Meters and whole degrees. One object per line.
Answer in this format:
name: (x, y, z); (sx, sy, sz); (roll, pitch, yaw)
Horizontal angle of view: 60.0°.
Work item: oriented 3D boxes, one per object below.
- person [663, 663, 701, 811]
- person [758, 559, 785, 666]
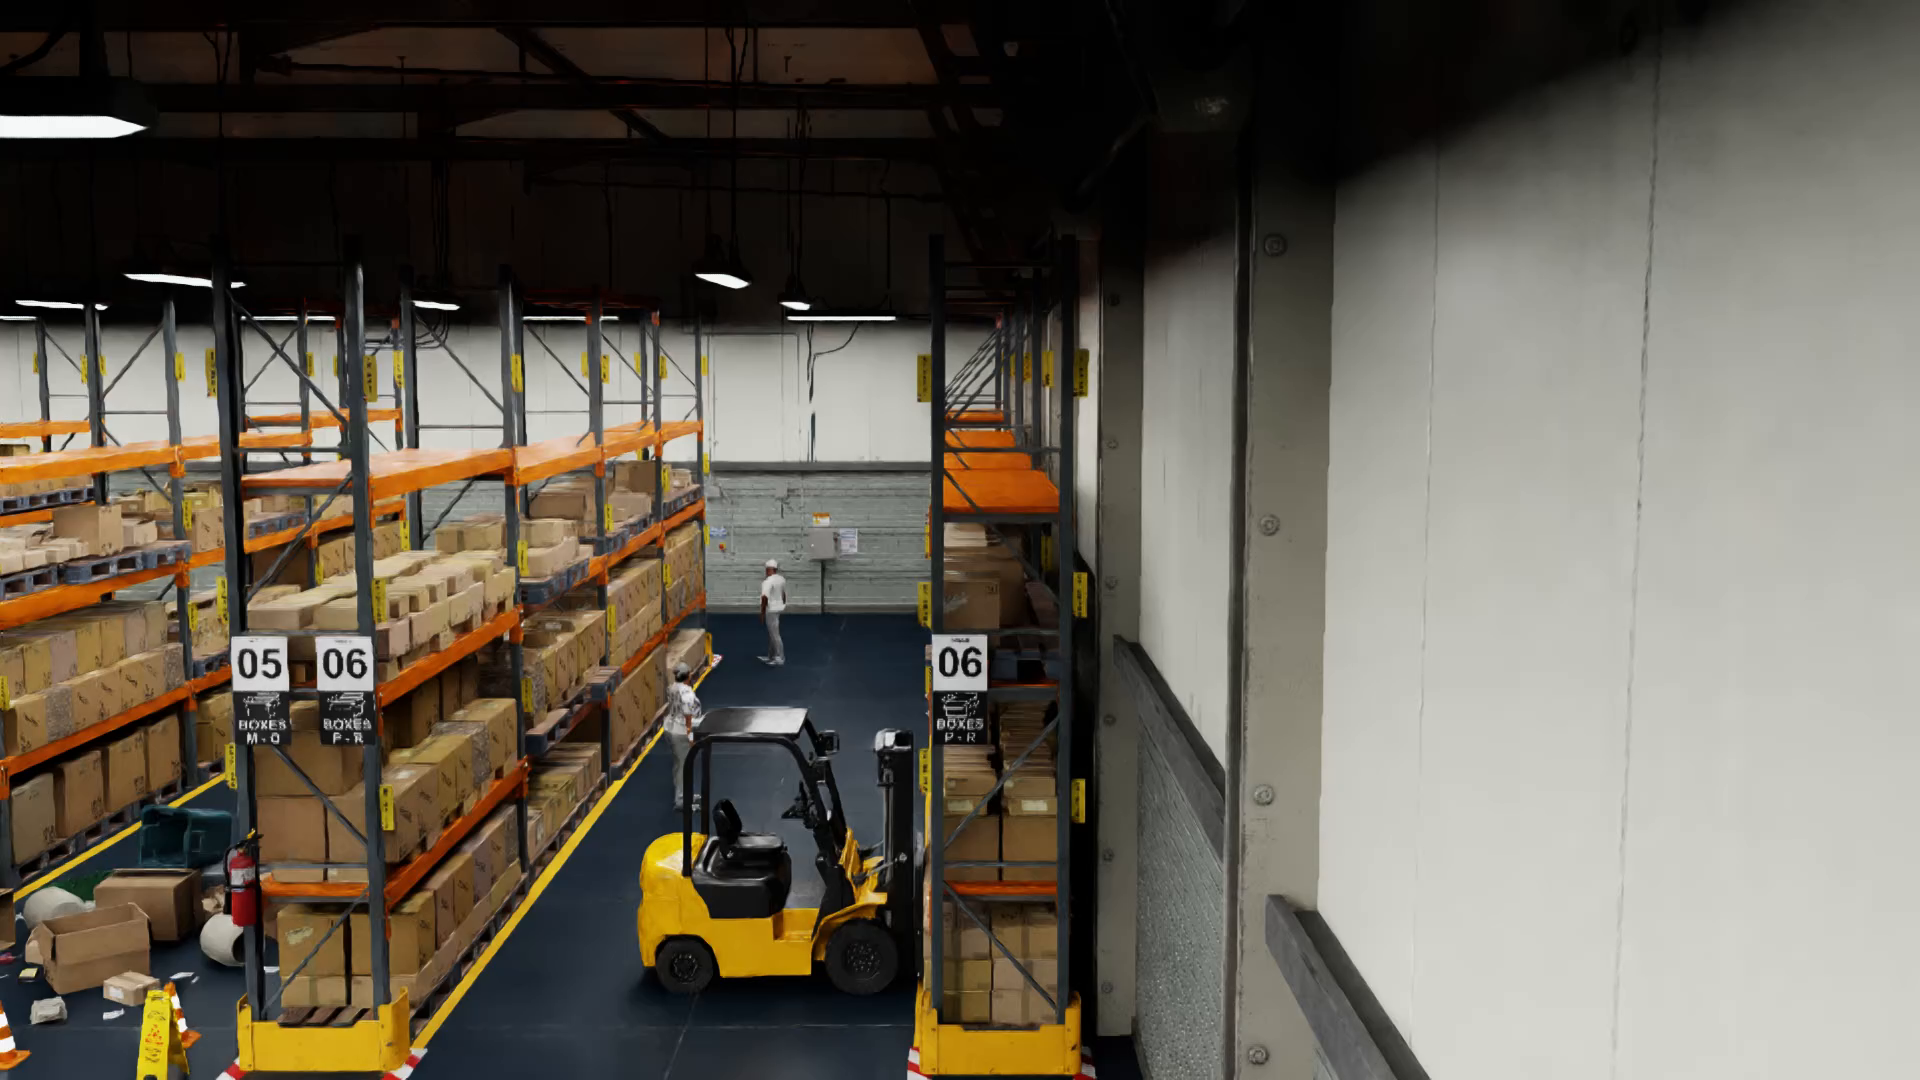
person: (-3.153, 2.230, 19.050); (0.449, 1.668, 0.530); (-4, 7, -32)
person: (-3.173, 1.194, 27.929); (0.594, 1.763, 0.681); (2, 7, 19)
